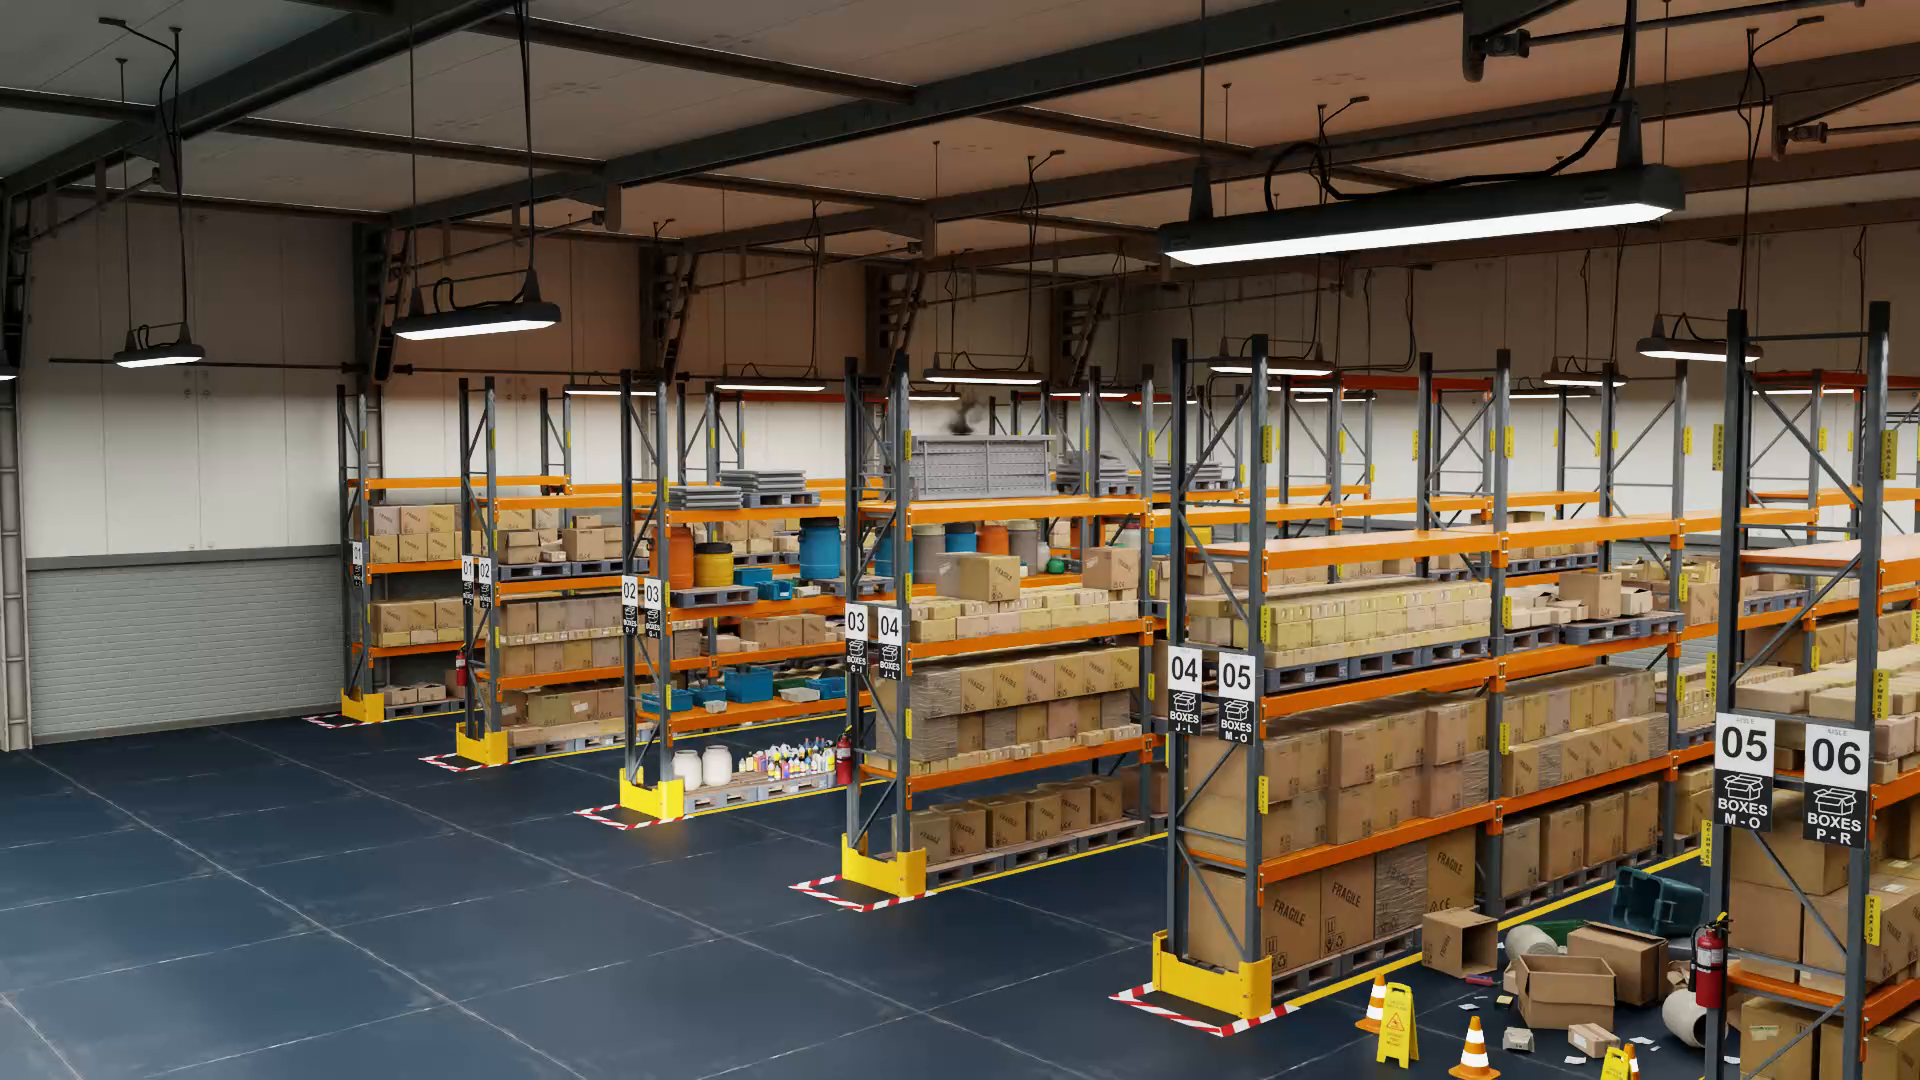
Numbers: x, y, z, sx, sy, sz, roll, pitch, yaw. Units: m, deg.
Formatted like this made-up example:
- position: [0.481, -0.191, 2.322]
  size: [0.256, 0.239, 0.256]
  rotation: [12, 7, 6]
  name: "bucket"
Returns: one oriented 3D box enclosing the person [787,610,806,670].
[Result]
- position: [-3.224, 2.186, 33.282]
  size: [0.574, 1.592, 0.561]
  rotation: [3, 5, 35]
  name: "person"
